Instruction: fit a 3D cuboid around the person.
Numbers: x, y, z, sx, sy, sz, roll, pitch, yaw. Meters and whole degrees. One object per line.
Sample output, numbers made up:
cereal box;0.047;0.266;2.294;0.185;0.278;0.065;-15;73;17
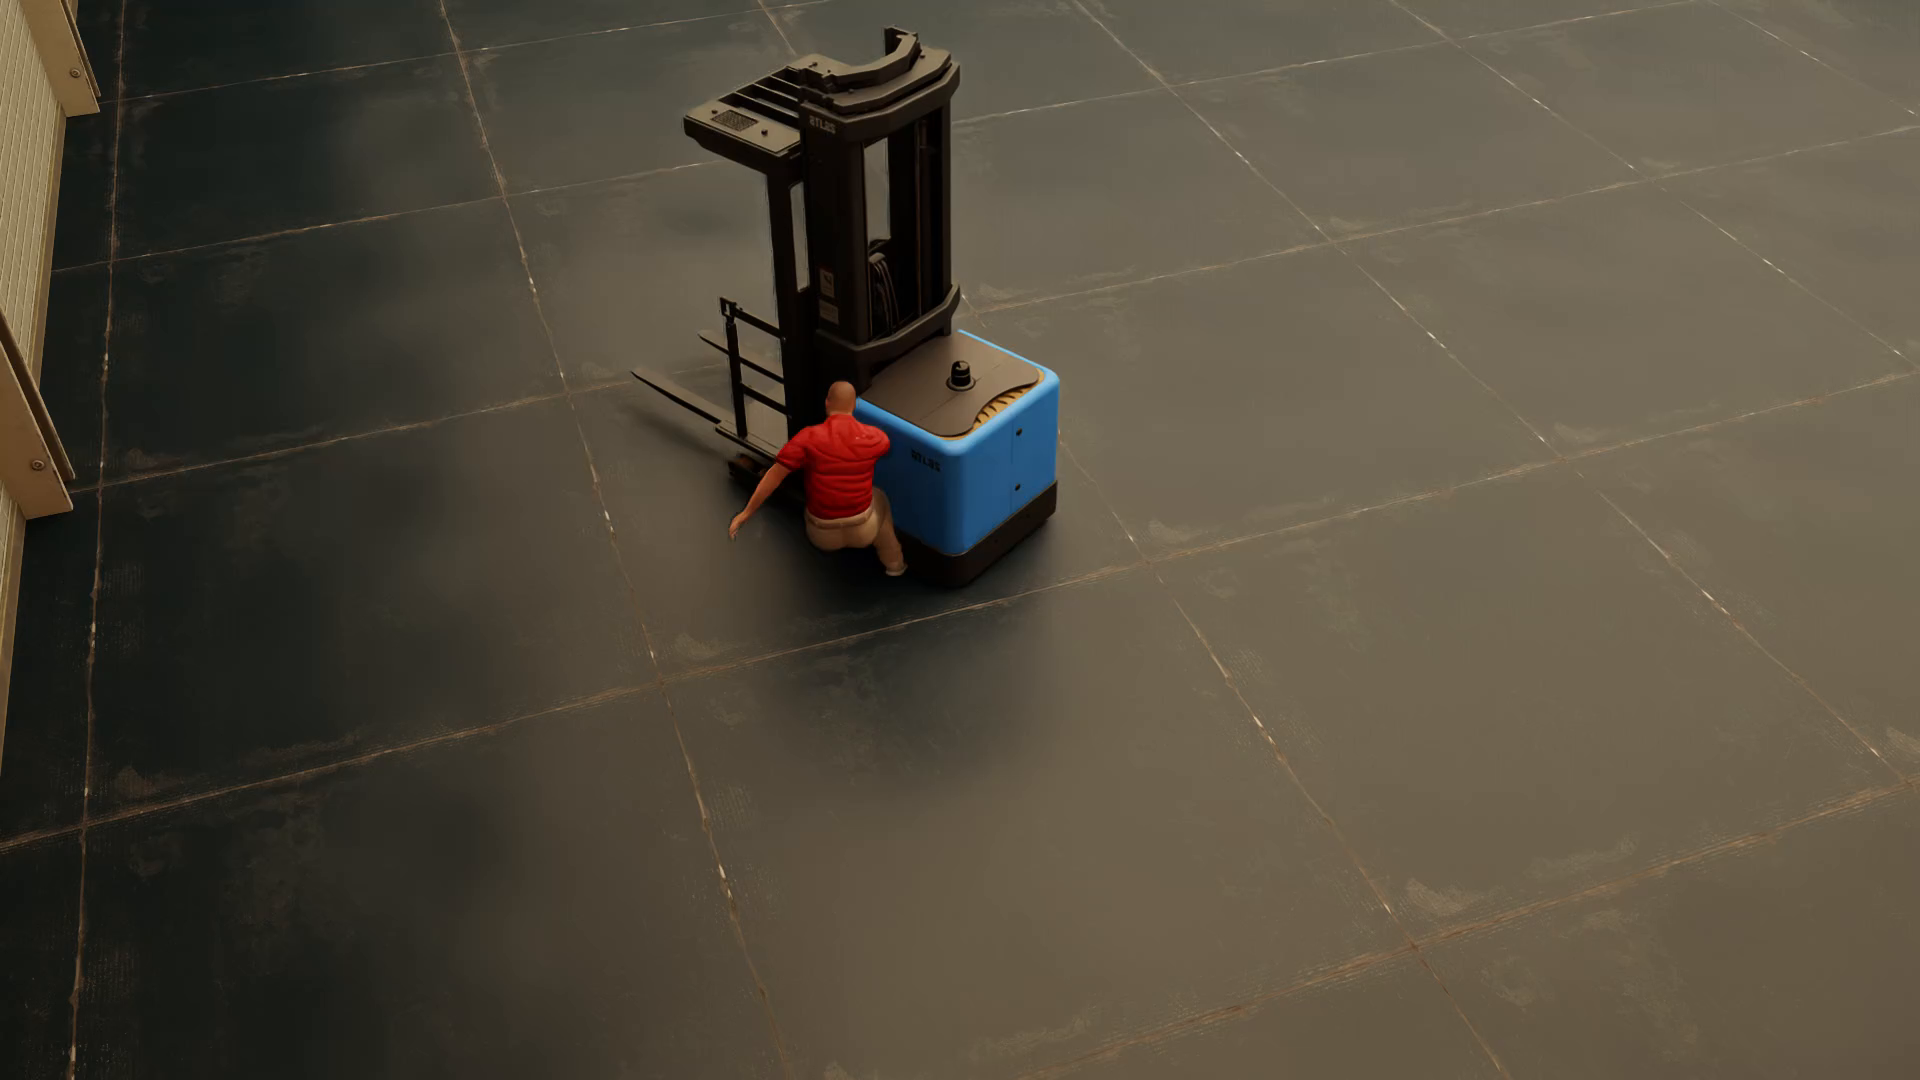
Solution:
person;-0.802;-0.286;9.576;1.082;1.463;0.945;-6;40;-7

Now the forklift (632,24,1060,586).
forklift;-0.855;-1.645;9.955;3.031;2.935;1.130;28;47;29
